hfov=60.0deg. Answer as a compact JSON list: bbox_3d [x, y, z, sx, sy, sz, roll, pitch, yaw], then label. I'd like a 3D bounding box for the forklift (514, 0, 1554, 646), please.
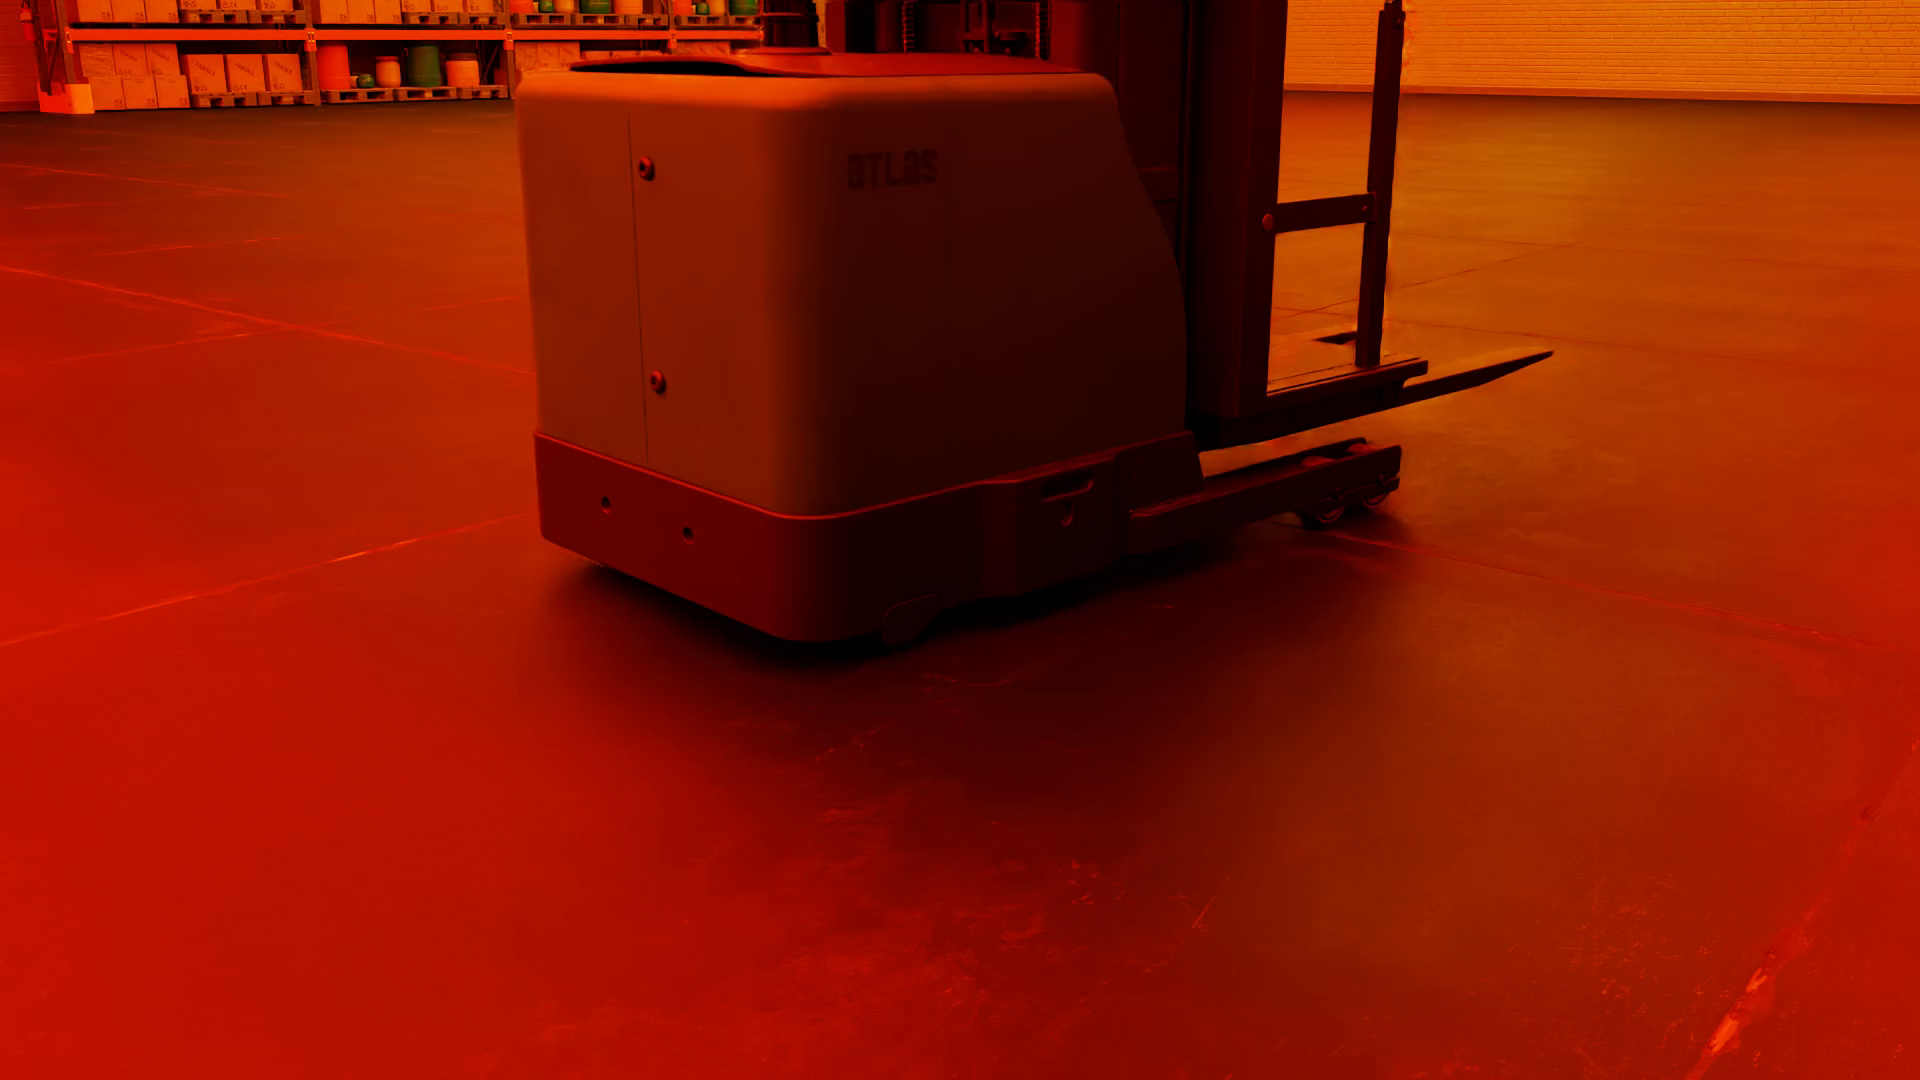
[{"bbox_3d":[0.479,-1.541,3.974,3.031,2.935,1.130,-15,22,-41],"label":"forklift"}]
